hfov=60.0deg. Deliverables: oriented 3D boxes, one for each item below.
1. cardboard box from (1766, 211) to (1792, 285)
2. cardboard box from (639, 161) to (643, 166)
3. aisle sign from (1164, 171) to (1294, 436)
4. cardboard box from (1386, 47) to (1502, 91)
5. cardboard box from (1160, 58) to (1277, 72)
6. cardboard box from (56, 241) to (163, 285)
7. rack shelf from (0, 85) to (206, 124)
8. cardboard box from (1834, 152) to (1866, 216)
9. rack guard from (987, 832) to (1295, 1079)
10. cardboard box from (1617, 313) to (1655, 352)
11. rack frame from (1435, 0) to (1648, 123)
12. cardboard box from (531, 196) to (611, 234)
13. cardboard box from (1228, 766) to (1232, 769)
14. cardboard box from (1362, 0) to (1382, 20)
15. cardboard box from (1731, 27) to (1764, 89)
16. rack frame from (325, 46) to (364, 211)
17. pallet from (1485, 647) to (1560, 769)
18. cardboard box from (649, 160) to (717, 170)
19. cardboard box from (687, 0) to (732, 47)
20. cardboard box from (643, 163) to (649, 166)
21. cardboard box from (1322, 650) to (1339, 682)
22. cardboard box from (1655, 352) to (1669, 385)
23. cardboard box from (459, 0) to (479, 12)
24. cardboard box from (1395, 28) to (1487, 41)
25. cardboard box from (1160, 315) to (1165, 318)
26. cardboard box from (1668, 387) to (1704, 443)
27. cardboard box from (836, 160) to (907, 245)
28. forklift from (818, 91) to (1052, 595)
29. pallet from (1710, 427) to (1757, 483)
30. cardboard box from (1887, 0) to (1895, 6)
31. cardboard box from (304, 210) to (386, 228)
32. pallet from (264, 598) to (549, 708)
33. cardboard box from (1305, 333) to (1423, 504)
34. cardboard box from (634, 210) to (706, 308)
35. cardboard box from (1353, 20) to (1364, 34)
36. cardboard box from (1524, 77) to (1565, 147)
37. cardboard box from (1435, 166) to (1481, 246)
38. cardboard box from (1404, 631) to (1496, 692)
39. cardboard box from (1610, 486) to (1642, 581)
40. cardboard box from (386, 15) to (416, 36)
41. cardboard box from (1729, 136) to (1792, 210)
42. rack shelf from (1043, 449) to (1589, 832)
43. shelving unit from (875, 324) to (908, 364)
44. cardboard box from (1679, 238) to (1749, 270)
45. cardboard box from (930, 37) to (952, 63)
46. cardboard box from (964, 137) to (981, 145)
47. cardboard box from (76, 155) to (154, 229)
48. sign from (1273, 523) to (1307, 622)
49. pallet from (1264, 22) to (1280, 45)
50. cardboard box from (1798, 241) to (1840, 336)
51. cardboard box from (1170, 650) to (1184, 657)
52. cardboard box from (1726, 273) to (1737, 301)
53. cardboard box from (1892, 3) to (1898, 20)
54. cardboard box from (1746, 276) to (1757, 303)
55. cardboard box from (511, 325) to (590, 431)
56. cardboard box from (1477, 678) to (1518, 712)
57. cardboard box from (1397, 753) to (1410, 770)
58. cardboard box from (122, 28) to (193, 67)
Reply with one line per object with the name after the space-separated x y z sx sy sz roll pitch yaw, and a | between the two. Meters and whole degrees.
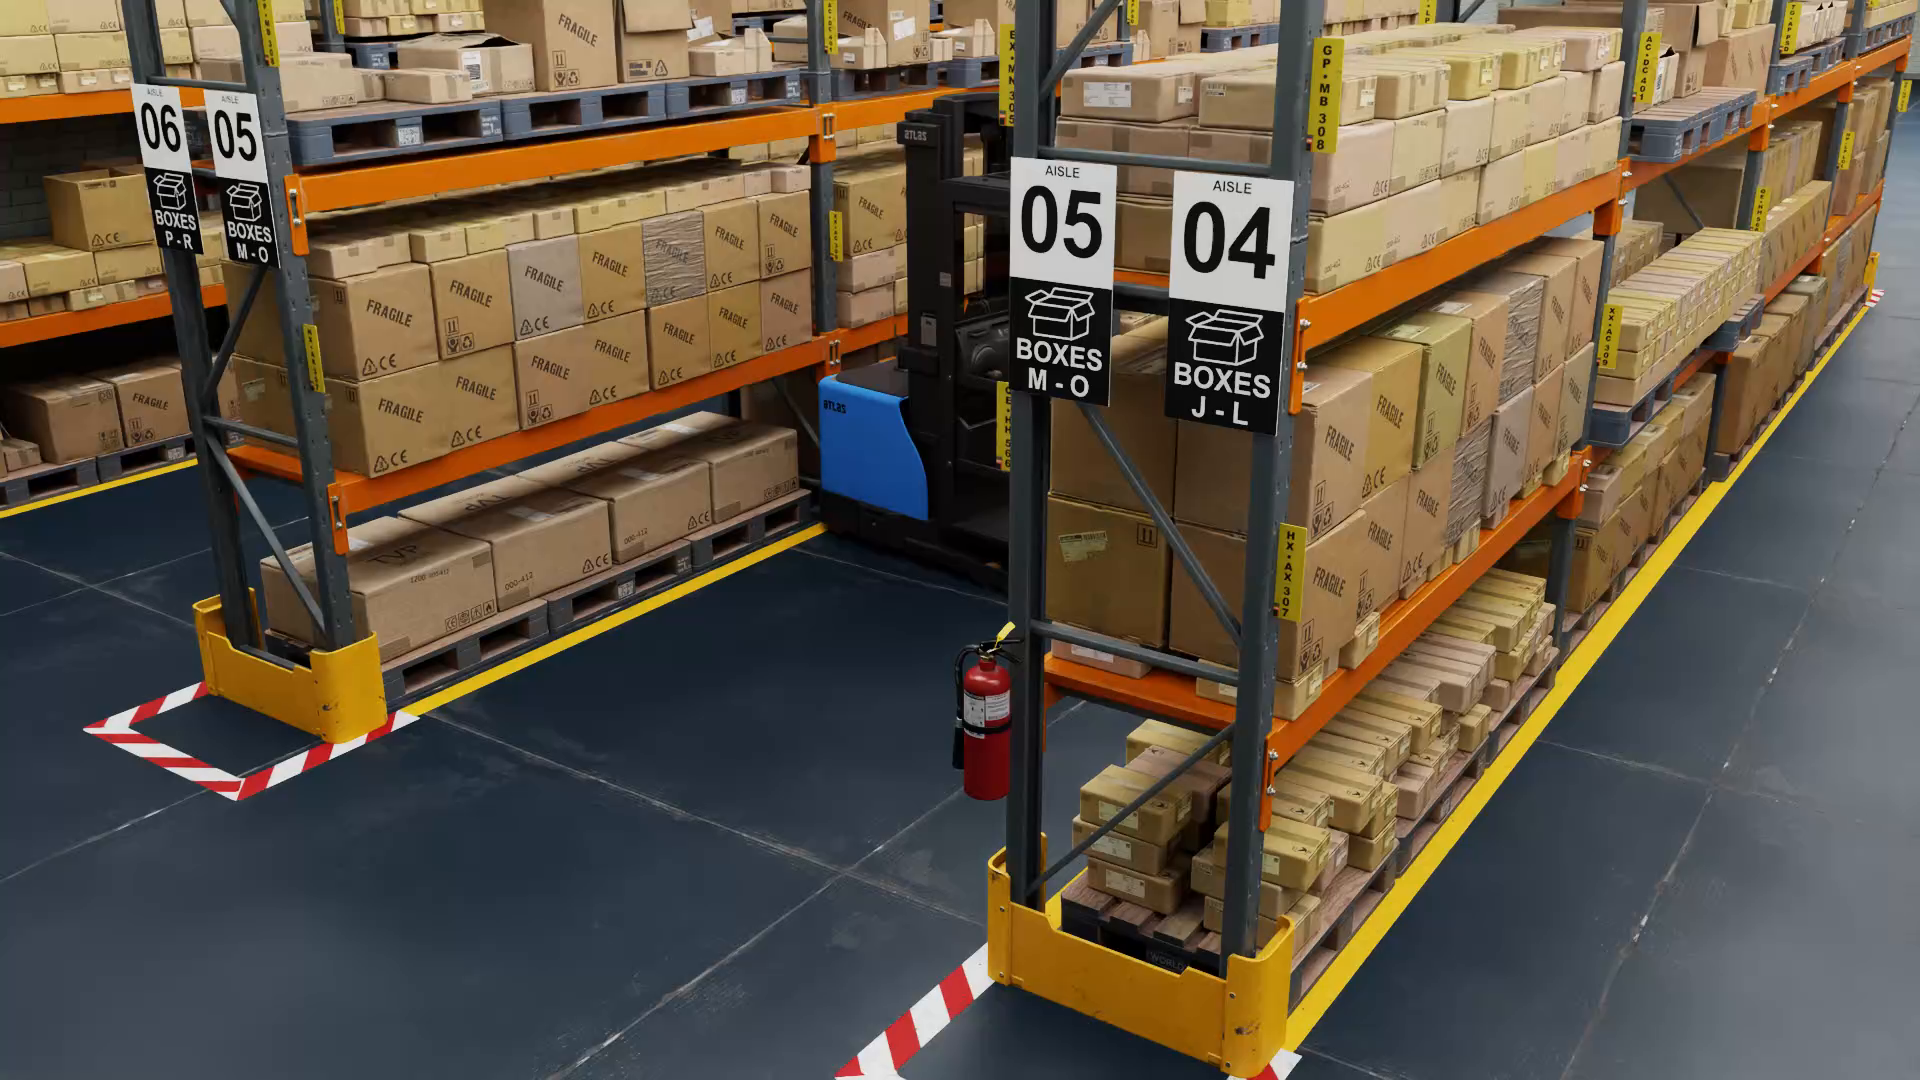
6.161 -2.303 13.023 0.500 0.500 0.500 13 24 32 | cardboard box
-3.559 -3.919 16.786 0.500 0.500 0.500 15 25 34 | cardboard box
0.828 -0.733 5.176 0.394 0.787 0.004 13 24 32 | aisle sign
1.889 -1.840 6.512 0.380 0.149 0.250 14 25 34 | cardboard box
0.928 -1.629 5.944 0.380 0.149 0.250 12 24 30 | cardboard box
-6.324 -2.085 12.366 0.500 0.250 0.500 13 24 30 | cardboard box
-6.513 -3.140 12.143 1.077 0.370 4.000 13 24 32 | rack shelf
8.255 -3.509 16.212 0.875 0.550 0.550 13 24 32 | cardboard box
0.663 1.557 6.335 1.175 0.500 0.348 13 24 32 | rack guard
3.471 -1.123 8.875 0.380 0.149 0.250 15 25 35 | cardboard box
2.869 -3.555 7.904 1.000 3.000 0.127 13 24 32 | rack frame
-2.195 -1.834 9.380 0.380 0.149 0.250 13 24 31 | cardboard box
0.972 1.051 7.176 0.380 0.149 0.250 12 24 30 | cardboard box
4.264 -5.813 18.119 0.500 0.250 0.500 14 24 32 | cardboard box
4.737 -2.983 10.538 0.500 0.500 0.500 13 24 32 | cardboard box
-5.389 -2.644 14.090 1.000 3.000 0.127 13 24 32 | rack frame
2.521 0.766 8.889 1.003 0.211 1.213 13 24 32 | pallet
-1.804 -2.381 10.857 0.380 0.149 0.250 14 24 33 | cardboard box
-1.786 -3.247 10.503 0.500 0.500 0.500 14 24 33 | cardboard box
-3.099 -3.901 17.702 0.500 0.250 0.500 13 24 31 | cardboard box
1.183 0.414 6.183 0.380 0.149 0.250 14 25 34 | cardboard box
3.766 -0.995 9.388 0.380 0.149 0.250 13 24 32 | cardboard box
-4.371 -4.636 14.334 0.380 0.149 0.250 14 24 33 | cardboard box
2.231 -2.308 7.778 0.380 0.149 0.250 13 24 31 | cardboard box
1.701 -2.163 15.971 0.950 0.372 0.625 13 24 31 | cardboard box
4.675 -0.871 11.212 0.500 0.250 0.500 14 24 33 | cardboard box
-0.533 -2.415 11.884 0.500 0.500 0.500 13 24 32 | cardboard box
0.466 -1.228 10.361 3.031 2.935 1.130 17 27 39 | forklift
5.623 -0.792 13.103 1.003 0.211 1.213 13 24 32 | pallet
8.438 -5.132 15.529 0.500 0.250 0.500 13 24 31 | cardboard box
-3.296 -1.660 8.908 0.380 0.149 0.250 13 24 31 | cardboard box
-3.145 0.533 9.519 1.003 0.211 1.213 13 24 32 | pallet
1.371 -0.472 6.203 0.500 0.500 0.500 14 25 33 | cardboard box
-1.889 -1.712 9.985 0.500 0.500 0.500 14 24 33 | cardboard box
4.168 -5.599 18.116 0.380 0.149 0.250 12 24 30 | cardboard box
2.229 -1.833 7.067 0.500 0.250 0.500 14 25 34 | cardboard box
1.663 -1.309 6.374 0.500 0.250 0.500 12 24 30 | cardboard box
2.353 0.582 8.015 0.380 0.149 0.250 12 23 29 | cardboard box
3.800 -0.078 10.150 0.500 0.500 0.500 15 25 34 | cardboard box
-4.718 -4.253 13.728 0.380 0.149 0.250 14 24 32 | cardboard box
6.235 -2.971 13.388 0.700 0.500 0.500 13 24 31 | cardboard box
1.745 0.170 7.518 1.077 0.370 4.000 13 24 32 | rack shelf
-0.454 -0.930 11.954 0.258 1.200 0.189 20 29 38 | shelving unit
4.931 -1.870 10.896 0.380 0.149 0.250 14 25 33 | cardboard box
-0.281 -3.466 11.720 0.380 0.166 0.250 11 23 28 | cardboard box
-0.087 -2.957 13.351 0.500 0.500 0.500 14 25 33 | cardboard box
-6.446 -2.690 12.920 0.500 0.500 0.500 13 24 30 | cardboard box
1.070 0.106 5.406 0.100 0.325 0.005 13 24 32 | sign
2.781 -5.135 16.771 1.213 0.211 1.003 13 24 32 | pallet
7.778 -2.404 15.897 0.875 0.875 0.875 14 24 33 | cardboard box
0.741 0.312 6.461 0.380 0.149 0.250 13 24 32 | cardboard box
4.781 -1.652 10.736 0.380 0.149 0.250 13 24 32 | cardboard box
8.707 -5.044 15.866 0.380 0.149 0.250 14 24 33 | cardboard box
5.221 -1.737 11.393 0.380 0.149 0.250 14 24 33 | cardboard box
-2.461 -0.951 9.369 0.500 0.500 0.500 13 24 32 | cardboard box
2.620 0.725 8.486 0.380 0.149 0.250 12 24 30 | cardboard box
1.815 0.919 7.532 0.380 0.149 0.250 15 25 35 | cardboard box
-6.034 -3.637 12.238 0.500 0.250 0.500 14 24 33 | cardboard box
